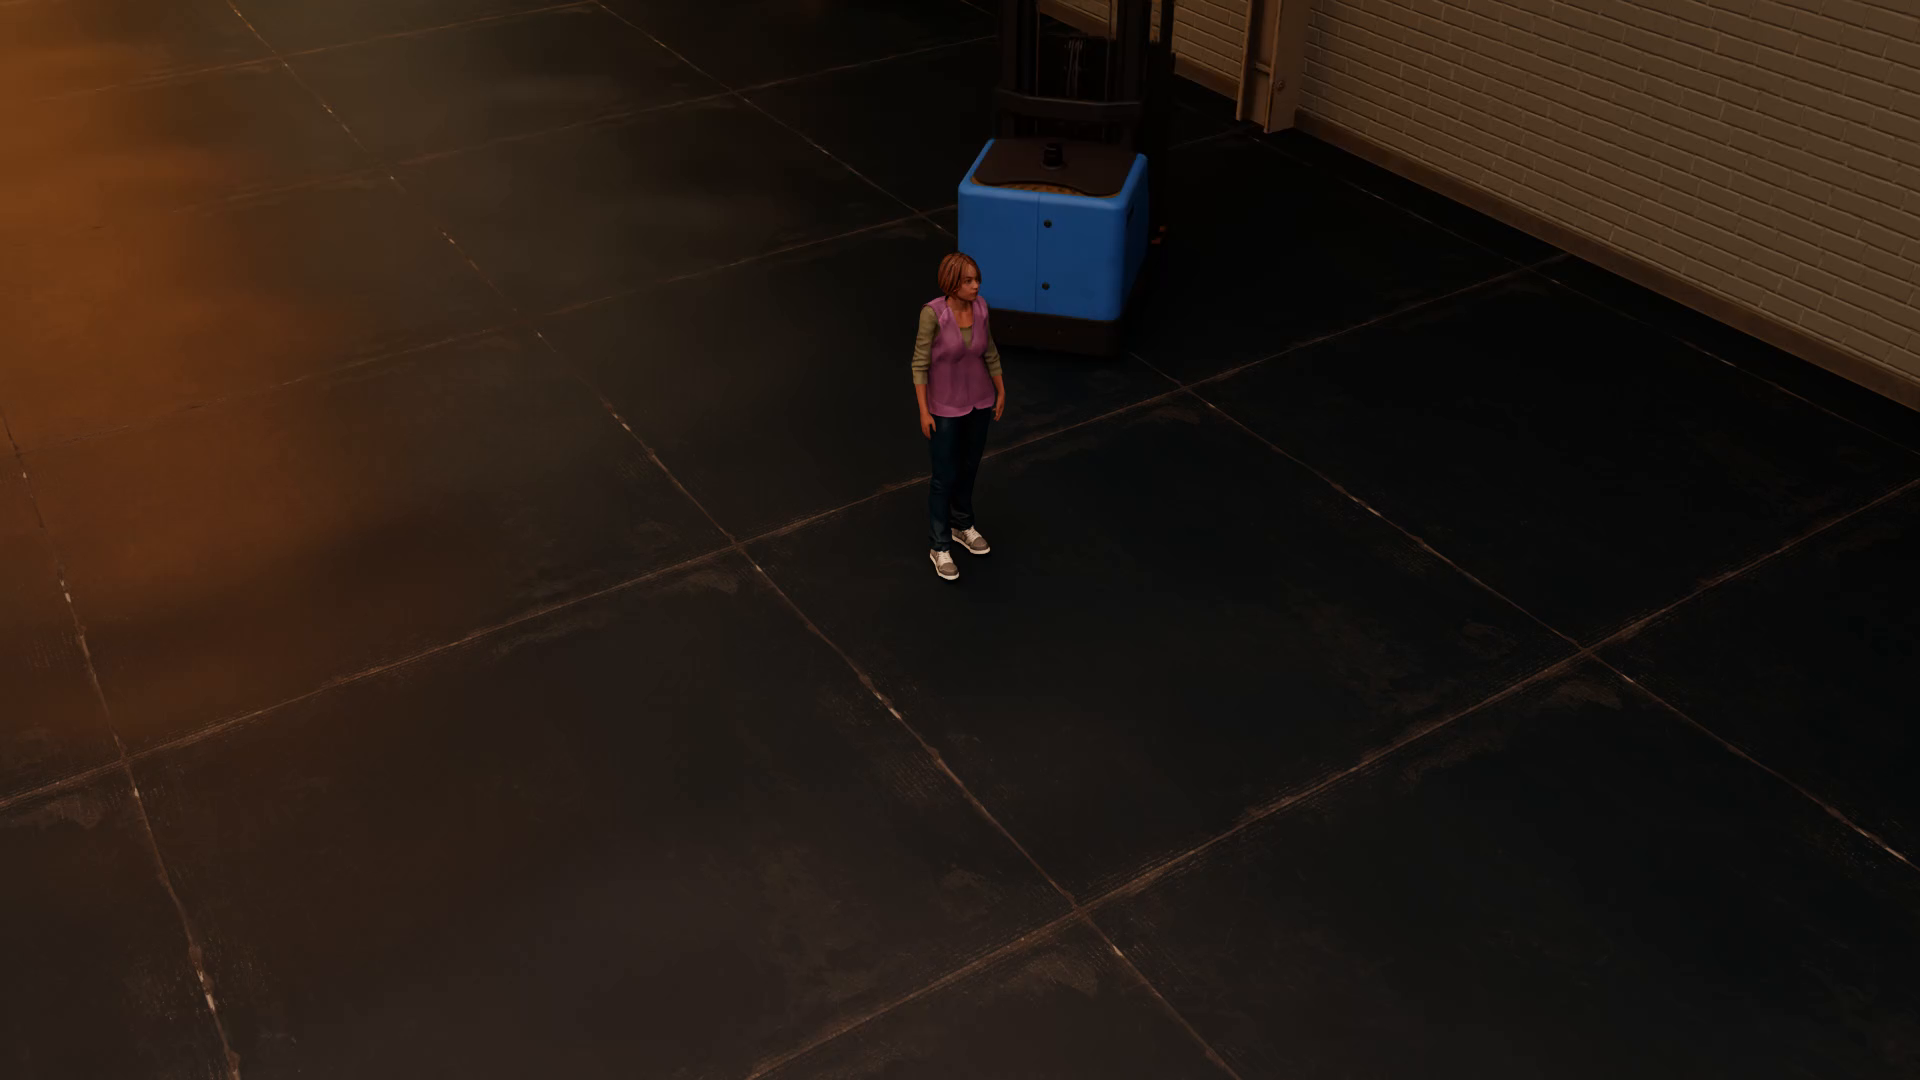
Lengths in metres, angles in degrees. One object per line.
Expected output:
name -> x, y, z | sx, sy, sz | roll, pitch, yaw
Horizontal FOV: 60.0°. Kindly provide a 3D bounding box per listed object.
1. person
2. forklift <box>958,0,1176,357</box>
person -> 0.029, -0.619, 8.177 | 0.521, 1.599, 0.473 | -21, 40, -27
forklift -> 0.839, -3.163, 10.650 | 1.130, 2.935, 3.031 | 9, 36, 12
